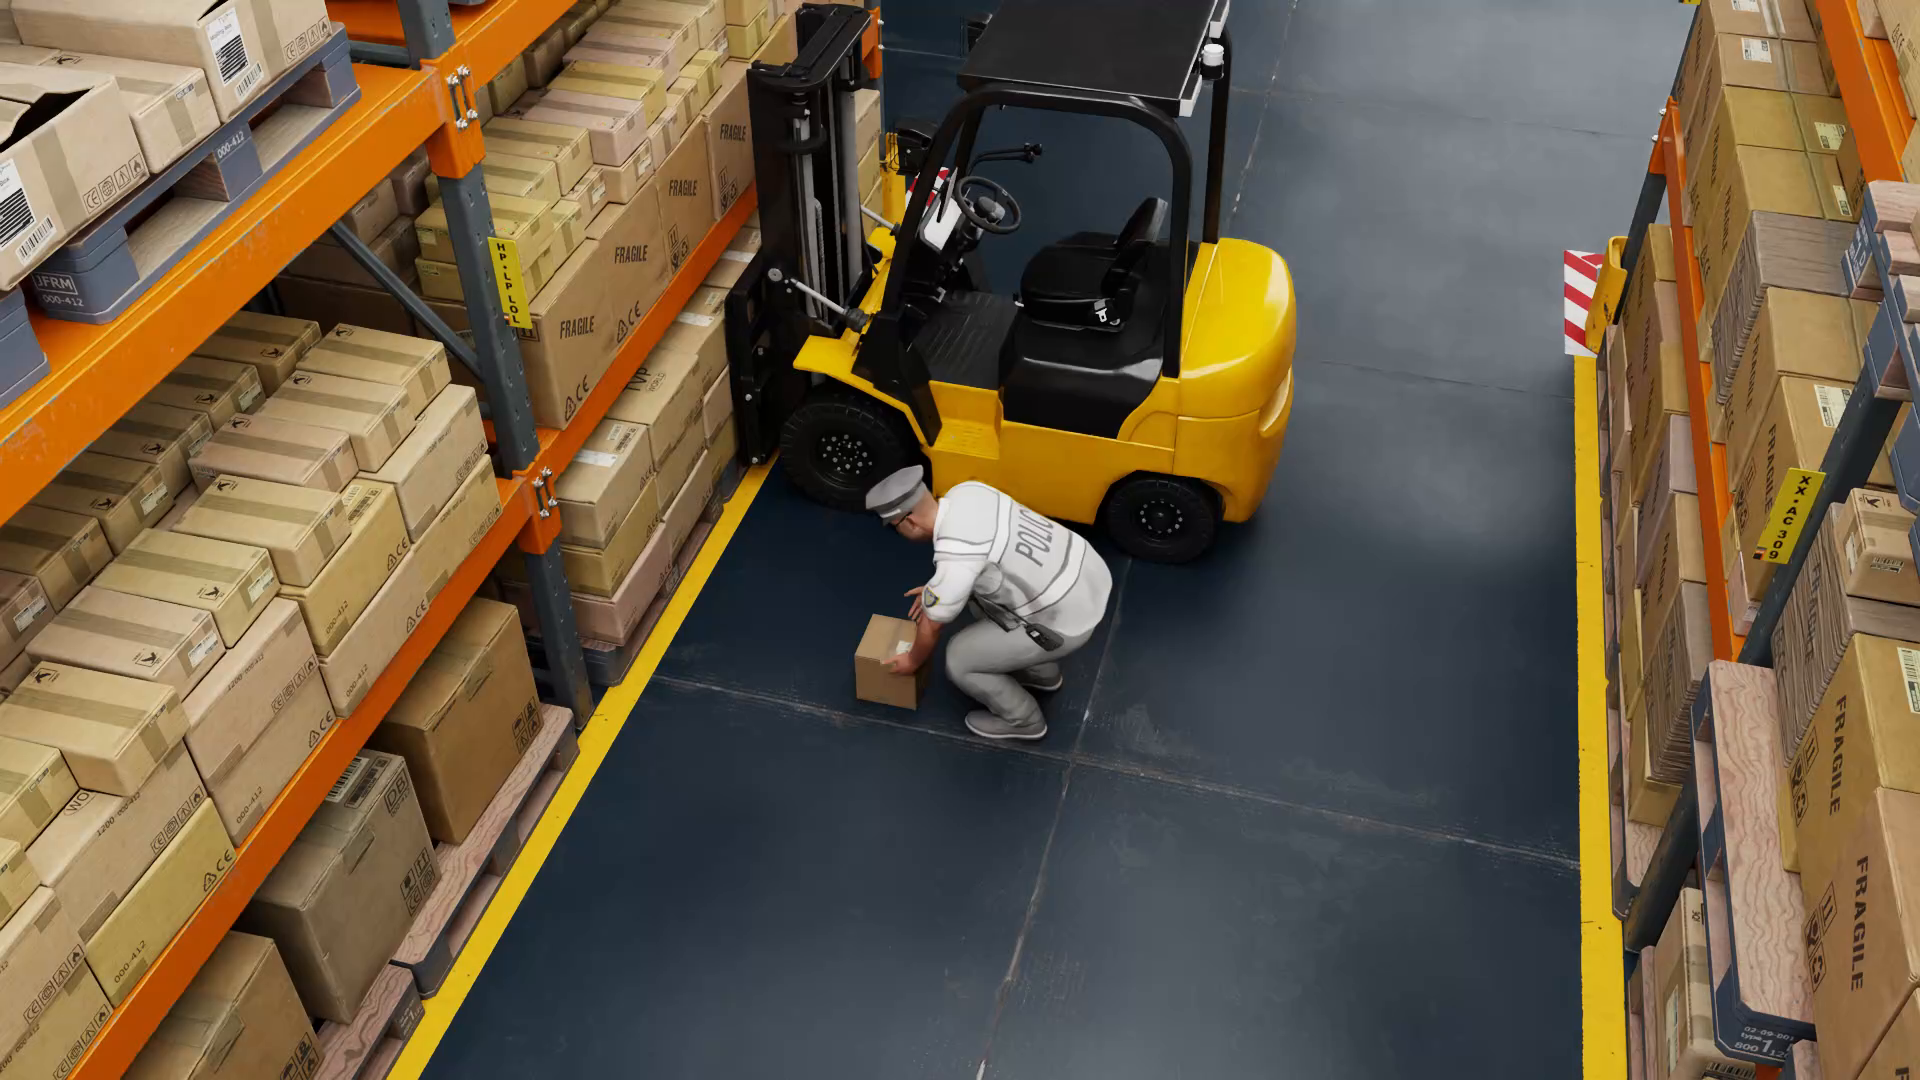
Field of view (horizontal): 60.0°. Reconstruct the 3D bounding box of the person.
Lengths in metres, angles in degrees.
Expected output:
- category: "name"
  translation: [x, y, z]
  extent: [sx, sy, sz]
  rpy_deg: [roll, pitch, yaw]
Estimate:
- category: "person"
  translation: [0.104, 0.235, 6.344]
  extent: [0.916, 1.150, 0.577]
  rpy_deg: [10, 42, 11]
